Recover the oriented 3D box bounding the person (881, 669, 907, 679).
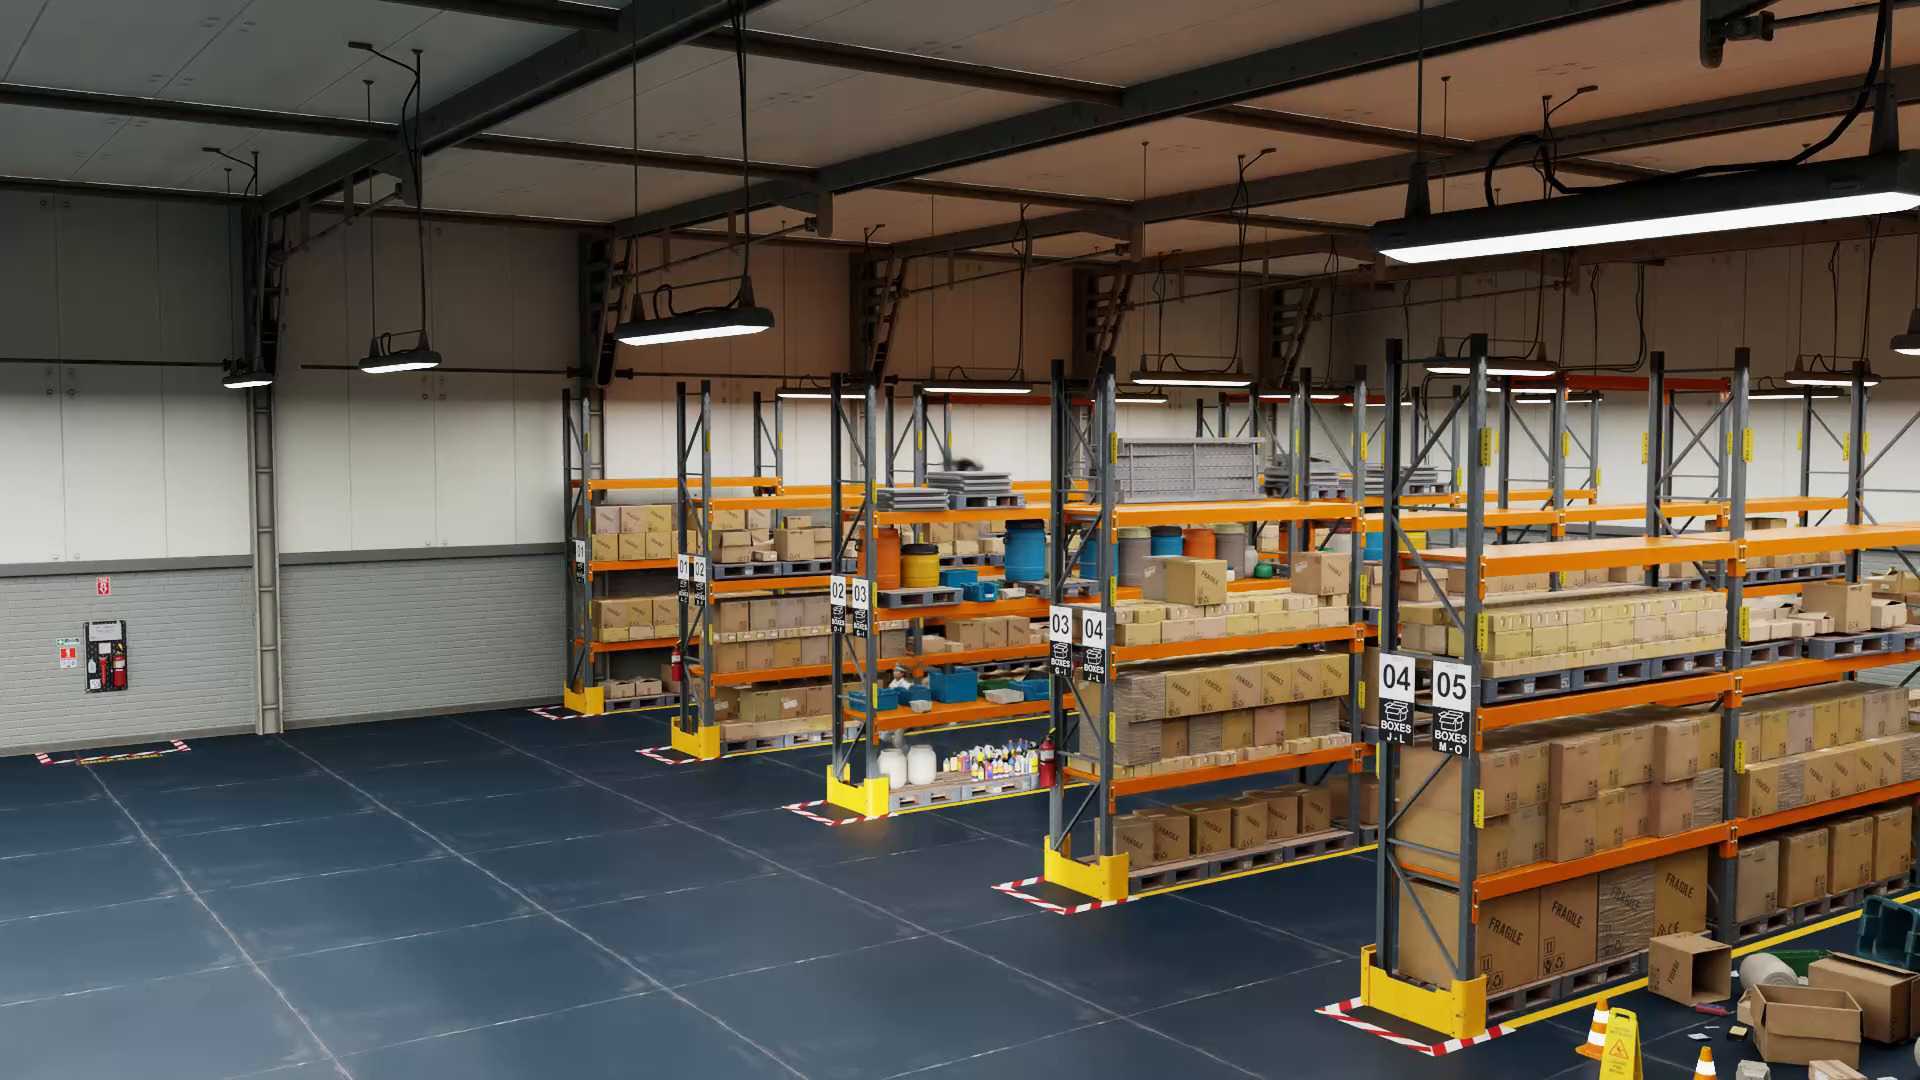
[{"bbox_3d":[-1.253,2.268,31.320,0.910,1.658,0.570,-3,5,-37],"label":"person"}]

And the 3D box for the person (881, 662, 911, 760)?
[{"bbox_3d":[-0.972,2.676,25.310,0.541,1.658,0.615,-3,5,-40],"label":"person"}]

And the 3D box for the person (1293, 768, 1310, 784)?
[{"bbox_3d":[4.857,2.799,23.984,0.695,1.734,0.590,-3,5,-38],"label":"person"}]
